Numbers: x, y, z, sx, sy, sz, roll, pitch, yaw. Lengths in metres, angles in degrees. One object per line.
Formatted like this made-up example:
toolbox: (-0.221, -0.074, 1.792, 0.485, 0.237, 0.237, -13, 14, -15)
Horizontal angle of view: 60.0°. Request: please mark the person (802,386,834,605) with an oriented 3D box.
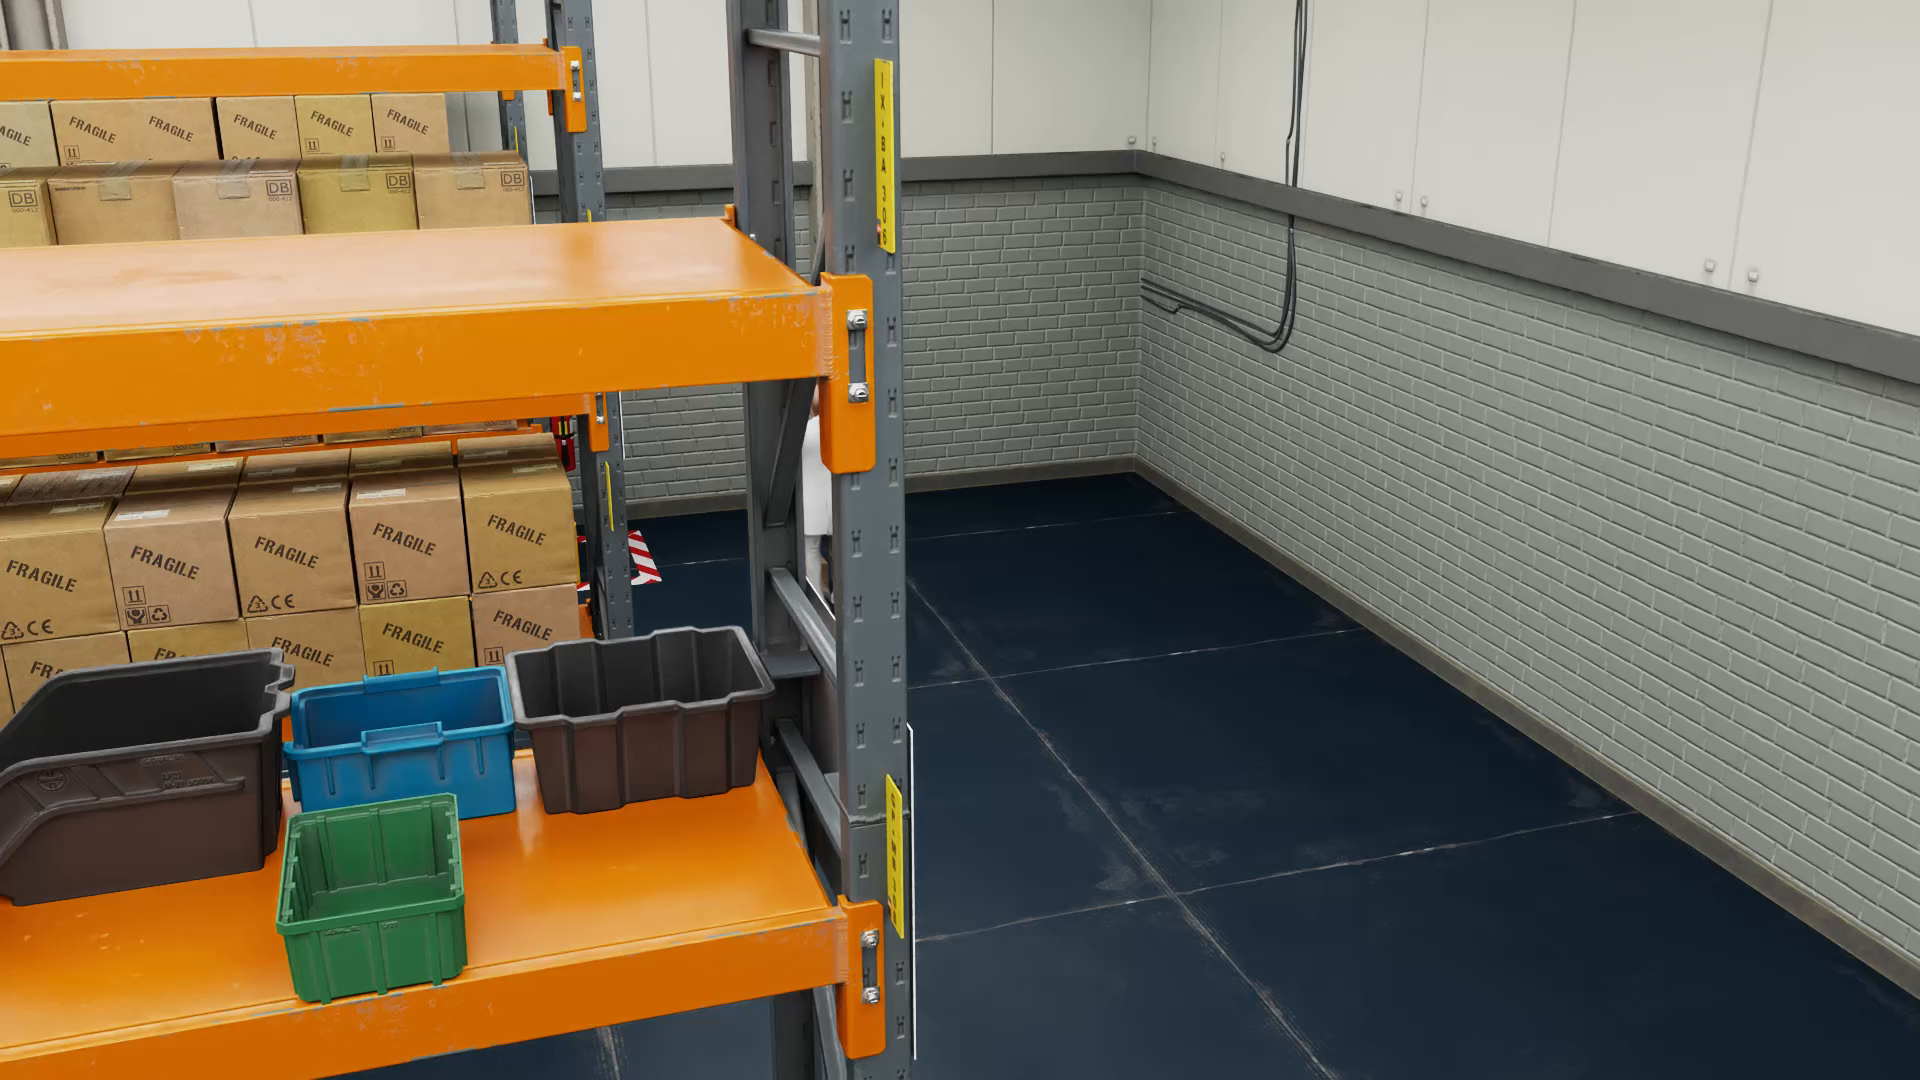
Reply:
person: (-1.051, -0.292, 12.441, 0.564, 1.777, 0.422, -6, 20, -16)
